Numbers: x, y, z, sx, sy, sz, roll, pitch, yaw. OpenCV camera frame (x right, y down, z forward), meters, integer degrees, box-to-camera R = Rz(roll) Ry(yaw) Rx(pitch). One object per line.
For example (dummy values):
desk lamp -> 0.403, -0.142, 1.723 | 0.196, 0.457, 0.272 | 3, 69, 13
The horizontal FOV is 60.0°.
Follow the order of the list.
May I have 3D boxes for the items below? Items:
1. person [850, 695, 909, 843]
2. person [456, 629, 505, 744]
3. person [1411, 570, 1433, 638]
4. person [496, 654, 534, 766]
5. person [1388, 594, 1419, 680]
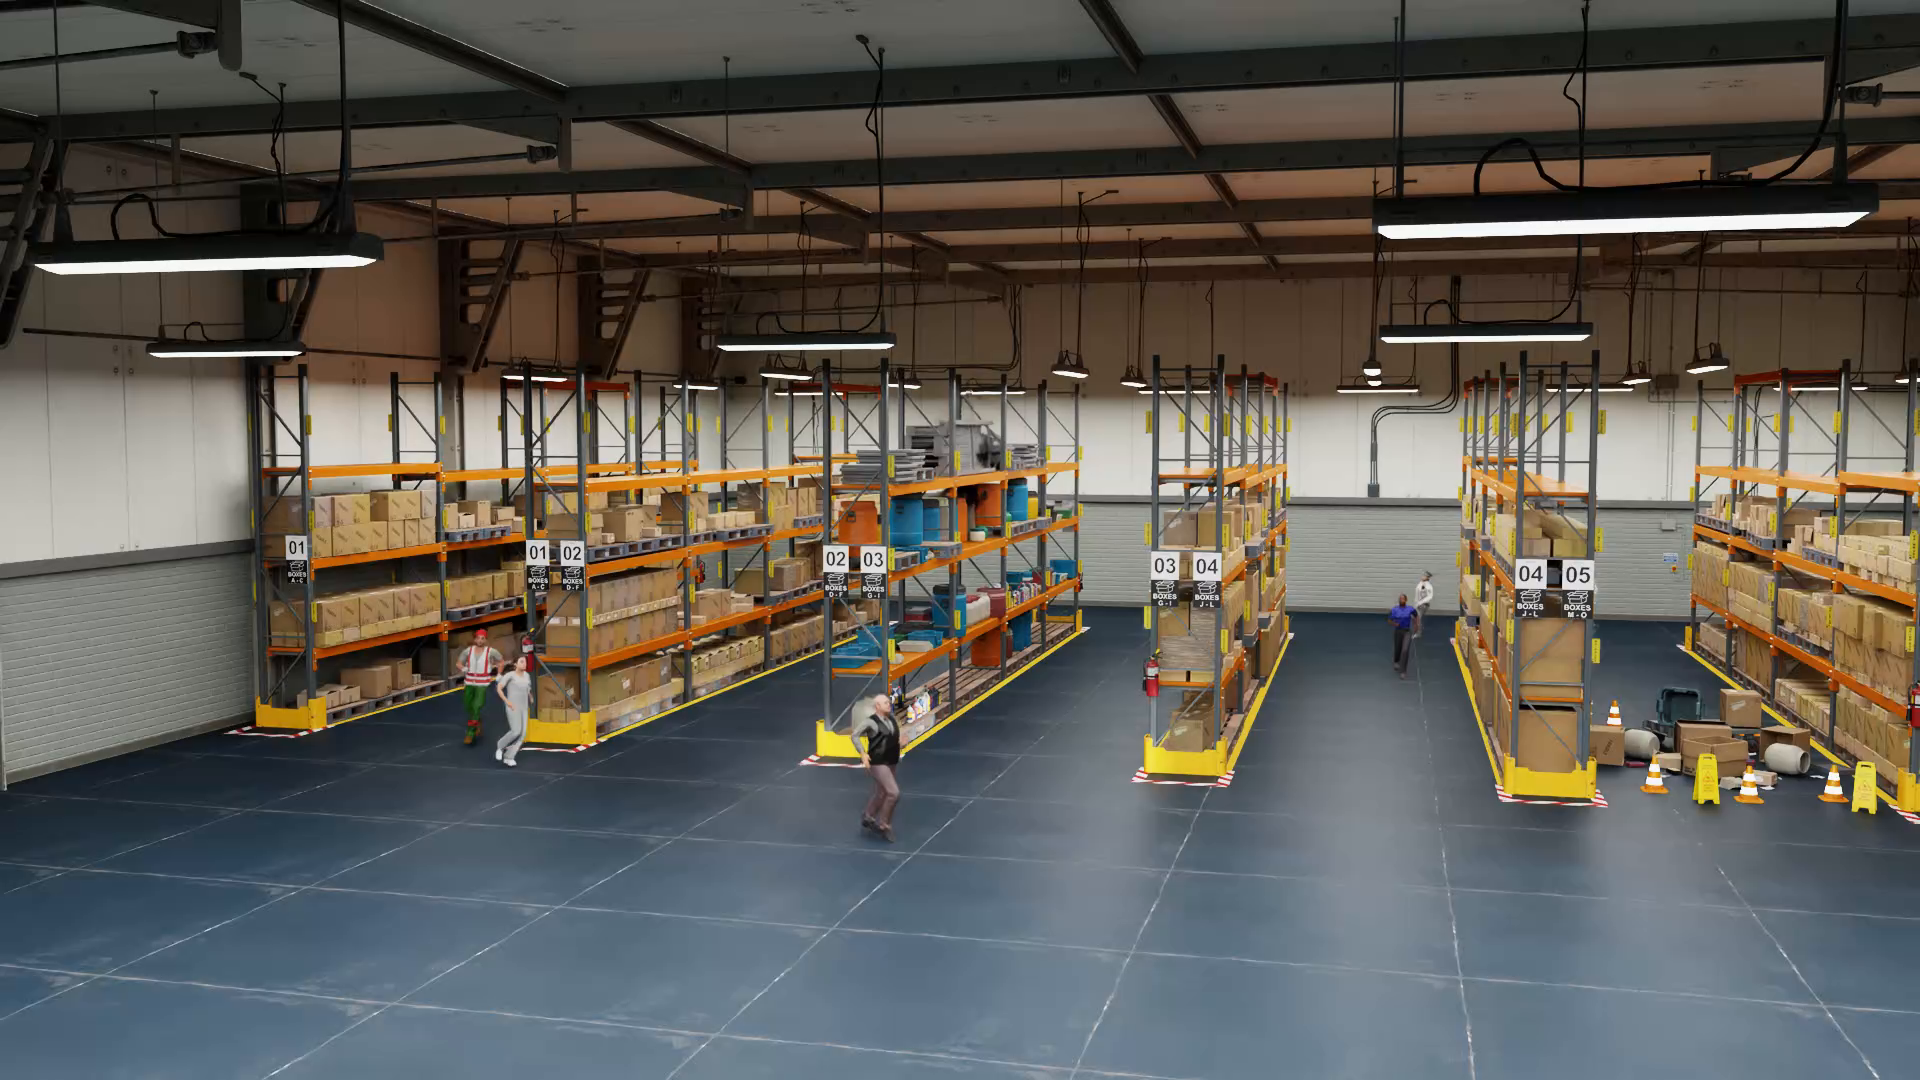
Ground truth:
person -> -0.932, 2.761, 20.118 | 0.752, 1.780, 0.624 | 3, 5, 33
person -> -7.626, 2.289, 26.258 | 0.709, 1.749, 1.002 | 0, 4, 4
person -> 10.796, 1.503, 38.973 | 0.503, 1.620, 0.638 | -2, 4, -23
person -> -6.568, 2.496, 24.642 | 0.549, 1.621, 0.590 | 3, 5, 36
person -> 8.832, 1.902, 33.157 | 0.577, 1.659, 0.931 | 1, 4, 19
